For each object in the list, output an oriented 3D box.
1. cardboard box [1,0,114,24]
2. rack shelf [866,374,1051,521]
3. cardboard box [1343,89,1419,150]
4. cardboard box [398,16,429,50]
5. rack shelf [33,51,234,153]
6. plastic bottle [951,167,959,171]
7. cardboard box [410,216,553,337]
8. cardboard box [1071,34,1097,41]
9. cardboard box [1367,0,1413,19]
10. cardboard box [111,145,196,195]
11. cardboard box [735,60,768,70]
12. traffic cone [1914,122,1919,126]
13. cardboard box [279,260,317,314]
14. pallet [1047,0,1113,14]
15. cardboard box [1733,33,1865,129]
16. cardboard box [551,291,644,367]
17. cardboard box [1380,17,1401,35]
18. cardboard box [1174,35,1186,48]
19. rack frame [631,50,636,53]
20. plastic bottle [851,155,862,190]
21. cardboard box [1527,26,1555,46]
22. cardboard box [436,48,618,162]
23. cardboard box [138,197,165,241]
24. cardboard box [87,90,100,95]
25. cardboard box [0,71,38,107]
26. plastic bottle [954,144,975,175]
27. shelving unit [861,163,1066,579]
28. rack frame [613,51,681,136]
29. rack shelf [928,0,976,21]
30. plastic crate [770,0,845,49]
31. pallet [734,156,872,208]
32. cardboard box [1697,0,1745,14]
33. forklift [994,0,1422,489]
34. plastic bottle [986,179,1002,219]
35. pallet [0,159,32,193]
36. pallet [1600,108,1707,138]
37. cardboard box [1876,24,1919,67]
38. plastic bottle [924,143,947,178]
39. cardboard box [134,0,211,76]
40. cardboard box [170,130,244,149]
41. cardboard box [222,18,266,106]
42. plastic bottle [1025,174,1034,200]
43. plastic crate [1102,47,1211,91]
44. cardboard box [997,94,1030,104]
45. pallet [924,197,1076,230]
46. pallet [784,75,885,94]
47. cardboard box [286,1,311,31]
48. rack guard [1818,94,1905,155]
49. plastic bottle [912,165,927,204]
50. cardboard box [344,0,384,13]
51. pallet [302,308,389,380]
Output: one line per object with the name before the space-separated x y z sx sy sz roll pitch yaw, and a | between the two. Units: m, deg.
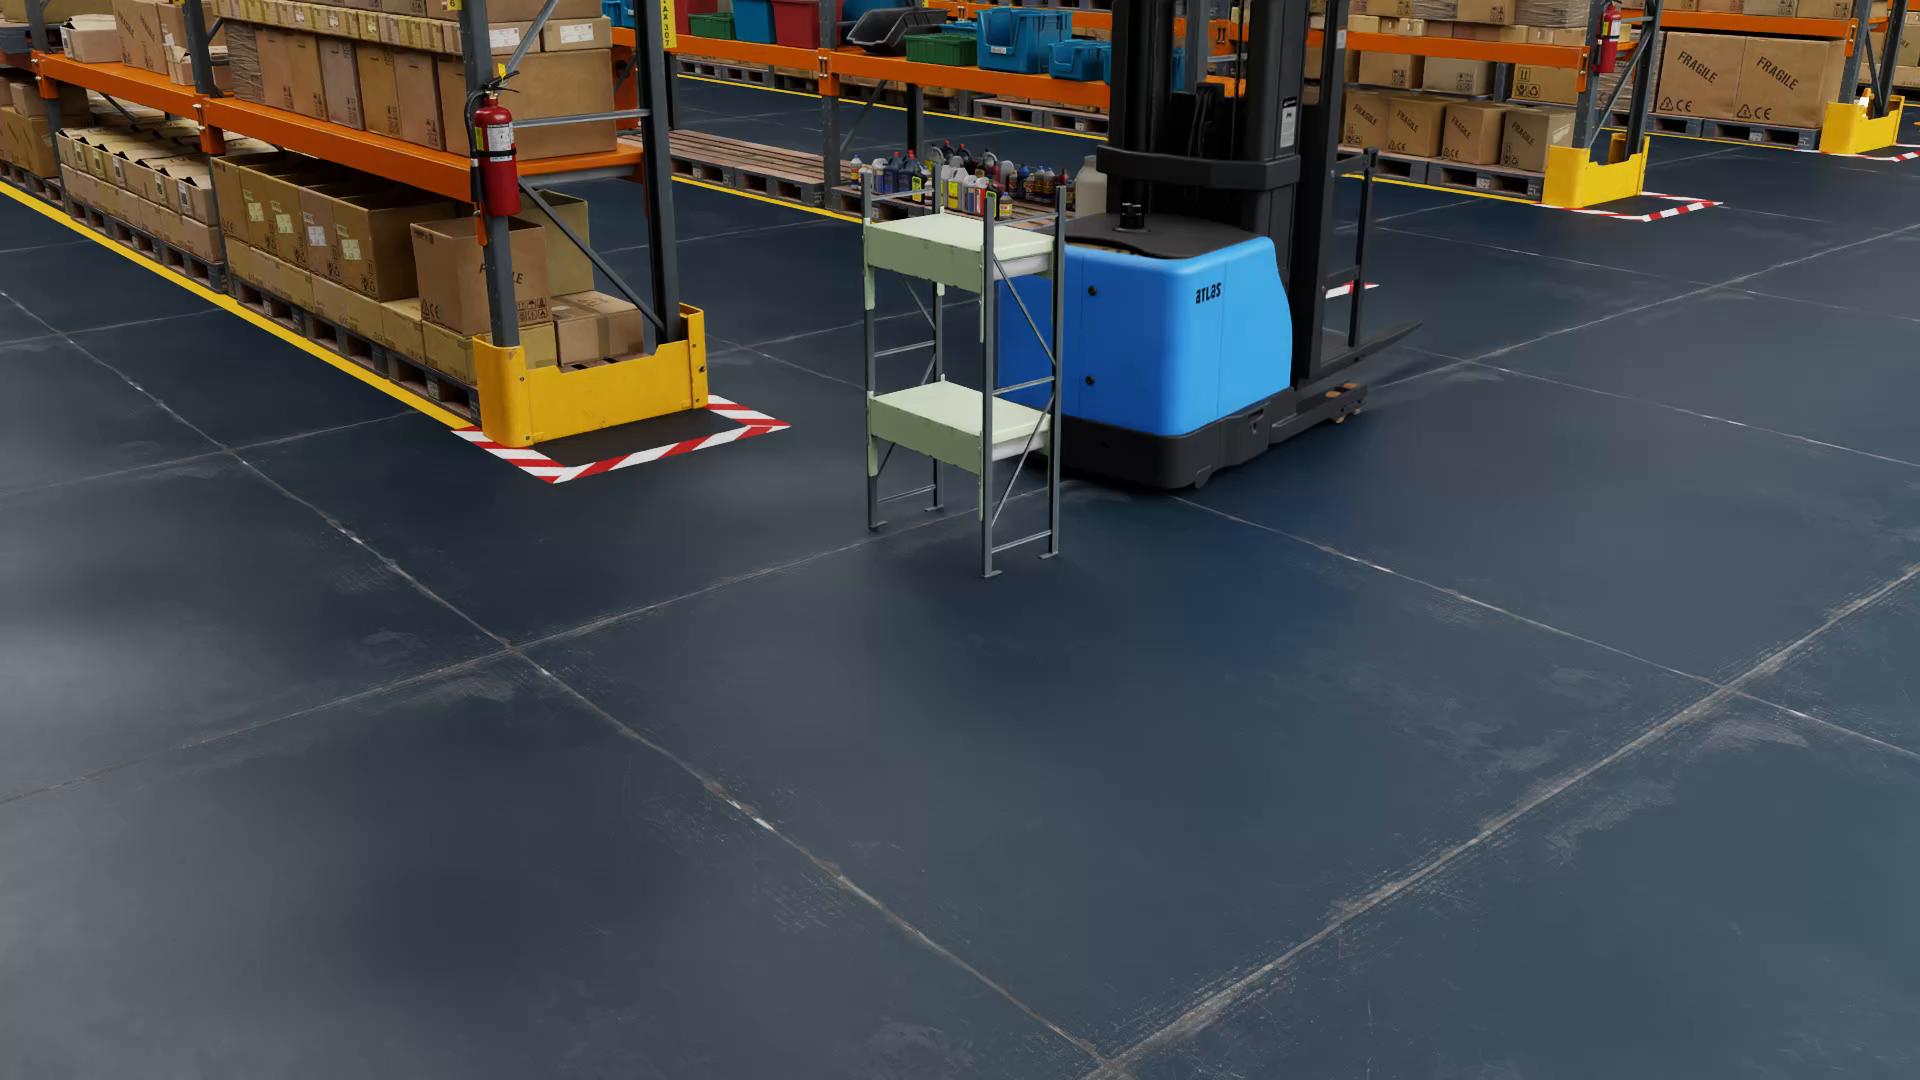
cardboard box | -7.597 -4.630 13.980 0.500 0.500 0.700 12 24 28
rack shelf | 0.004 -0.393 6.825 0.431 0.370 0.720 -17 27 -37
cardboard box | 4.092 -4.095 16.179 0.500 0.500 0.500 19 29 40
cardboard box | -2.612 -2.582 8.437 0.380 0.149 0.250 -18 28 -38
rack shelf | -5.795 -3.353 12.419 1.077 0.370 4.000 -17 27 -37
plastic bottle | -0.026 -2.801 13.155 0.152 0.276 0.135 -17 27 -37
cardboard box | -2.454 -1.372 8.541 0.500 0.500 0.500 -17 27 -37
cardboard box | 1.220 -5.666 19.133 0.500 0.250 0.500 -14 25 -32
cardboard box | 4.262 -5.130 15.424 0.875 0.500 0.500 -17 27 -37
cardboard box | -5.965 -2.776 12.384 0.500 0.311 0.500 -18 28 -38
cardboard box | -2.575 -7.111 23.364 0.875 0.875 0.875 -17 27 -37
traffic cone | 11.259 -5.019 19.164 0.336 0.463 0.334 -17 27 -37
cardboard box | -3.772 -1.572 10.079 0.500 0.250 0.500 -17 27 -37
pallet | 1.729 -5.972 18.380 1.003 0.211 1.213 -17 27 -37
cardboard box | 8.959 -4.918 17.766 0.875 0.875 0.875 -17 27 -37
cardboard box | -2.060 -1.147 8.994 0.500 0.250 0.500 -17 27 -37
cardboard box | 4.117 -4.775 15.408 0.380 0.149 0.250 -17 27 -37
cardboard box | 3.266 -7.046 23.713 0.500 0.500 0.500 -16 27 -35
rack frame | -4.816 -8.808 25.360 1.000 3.000 0.127 -17 27 -37
plastic bottle | -0.859 -3.056 13.811 0.097 0.271 0.097 0 21 0
cardboard box | 5.123 -4.370 14.372 0.380 0.149 0.250 -17 27 -37
cardboard box | -2.174 -2.209 8.374 0.700 0.500 0.500 -17 27 -37
cardboard box | -5.643 -2.378 12.137 0.500 0.250 0.500 -17 27 -36
cardboard box | -8.529 -4.042 16.014 0.500 0.500 0.500 -17 27 -37
cardboard box | -8.600 -4.130 15.211 0.500 0.250 0.500 -18 28 -38
plastic bottle | 0.029 -3.123 13.873 0.144 0.351 0.185 -19 28 -40
shelving unit | 0.004 -0.697 6.706 0.431 1.500 0.755 -17 27 -37
rack frame | -3.346 -5.419 16.707 1.000 3.000 0.127 -17 27 -37
rack shelf | -0.899 -6.816 21.259 1.077 0.370 4.000 -17 27 -37
plastic crate | -1.283 -4.405 14.029 0.402 0.464 0.583 -17 27 -37
pallet | -1.277 -3.223 14.924 1.003 0.211 1.213 -17 27 -37
cardboard box | 8.529 -6.034 18.070 0.875 0.550 0.550 -17 27 -37
forklift | 1.469 -2.060 8.223 1.130 2.935 3.031 16 27 35
plastic bottle | 0.255 -2.580 12.579 0.061 0.283 0.133 -17 27 -36
pallet | -8.352 -3.495 15.617 1.003 0.211 1.213 -17 27 -37
pallet | 8.078 -4.781 18.902 1.003 0.211 1.213 -17 27 -37
cardboard box | 12.072 -6.314 21.158 0.500 0.500 0.500 -16 27 -36
plastic bottle | -0.205 -3.142 13.921 0.144 0.351 0.185 -17 27 -37
cardboard box | -5.650 -3.682 12.135 0.500 0.500 0.500 -17 27 -37
cardboard box | -5.901 -3.049 13.081 0.500 0.311 0.500 -18 27 -38
cardboard box | -4.195 -3.061 10.550 0.700 0.500 0.500 -18 28 -39
plastic bottle | 0.575 -2.835 13.344 0.097 0.201 0.097 0 21 0
plastic crate | 1.323 -3.207 11.262 0.499 0.251 0.616 -17 27 -37
cardboard box | 0.859 -5.459 19.632 0.700 0.500 0.500 -19 28 -40
pallet | 0.472 -2.483 13.033 1.003 0.211 1.213 -17 27 -37
pallet | -1.644 -6.210 22.549 1.003 0.211 1.213 -17 27 -37
cardboard box | -3.617 -3.009 9.527 0.380 0.149 0.250 -18 28 -39
rack guard | 9.468 -4.370 17.456 1.175 0.500 0.348 -17 27 -37
plastic bottle | -0.323 -2.824 13.204 0.061 0.283 0.133 -16 26 -35
cardboard box | -2.886 -3.111 8.898 0.700 0.500 0.500 -17 27 -37
pallet | -3.202 -1.270 9.938 1.003 0.211 1.213 -17 27 -37
